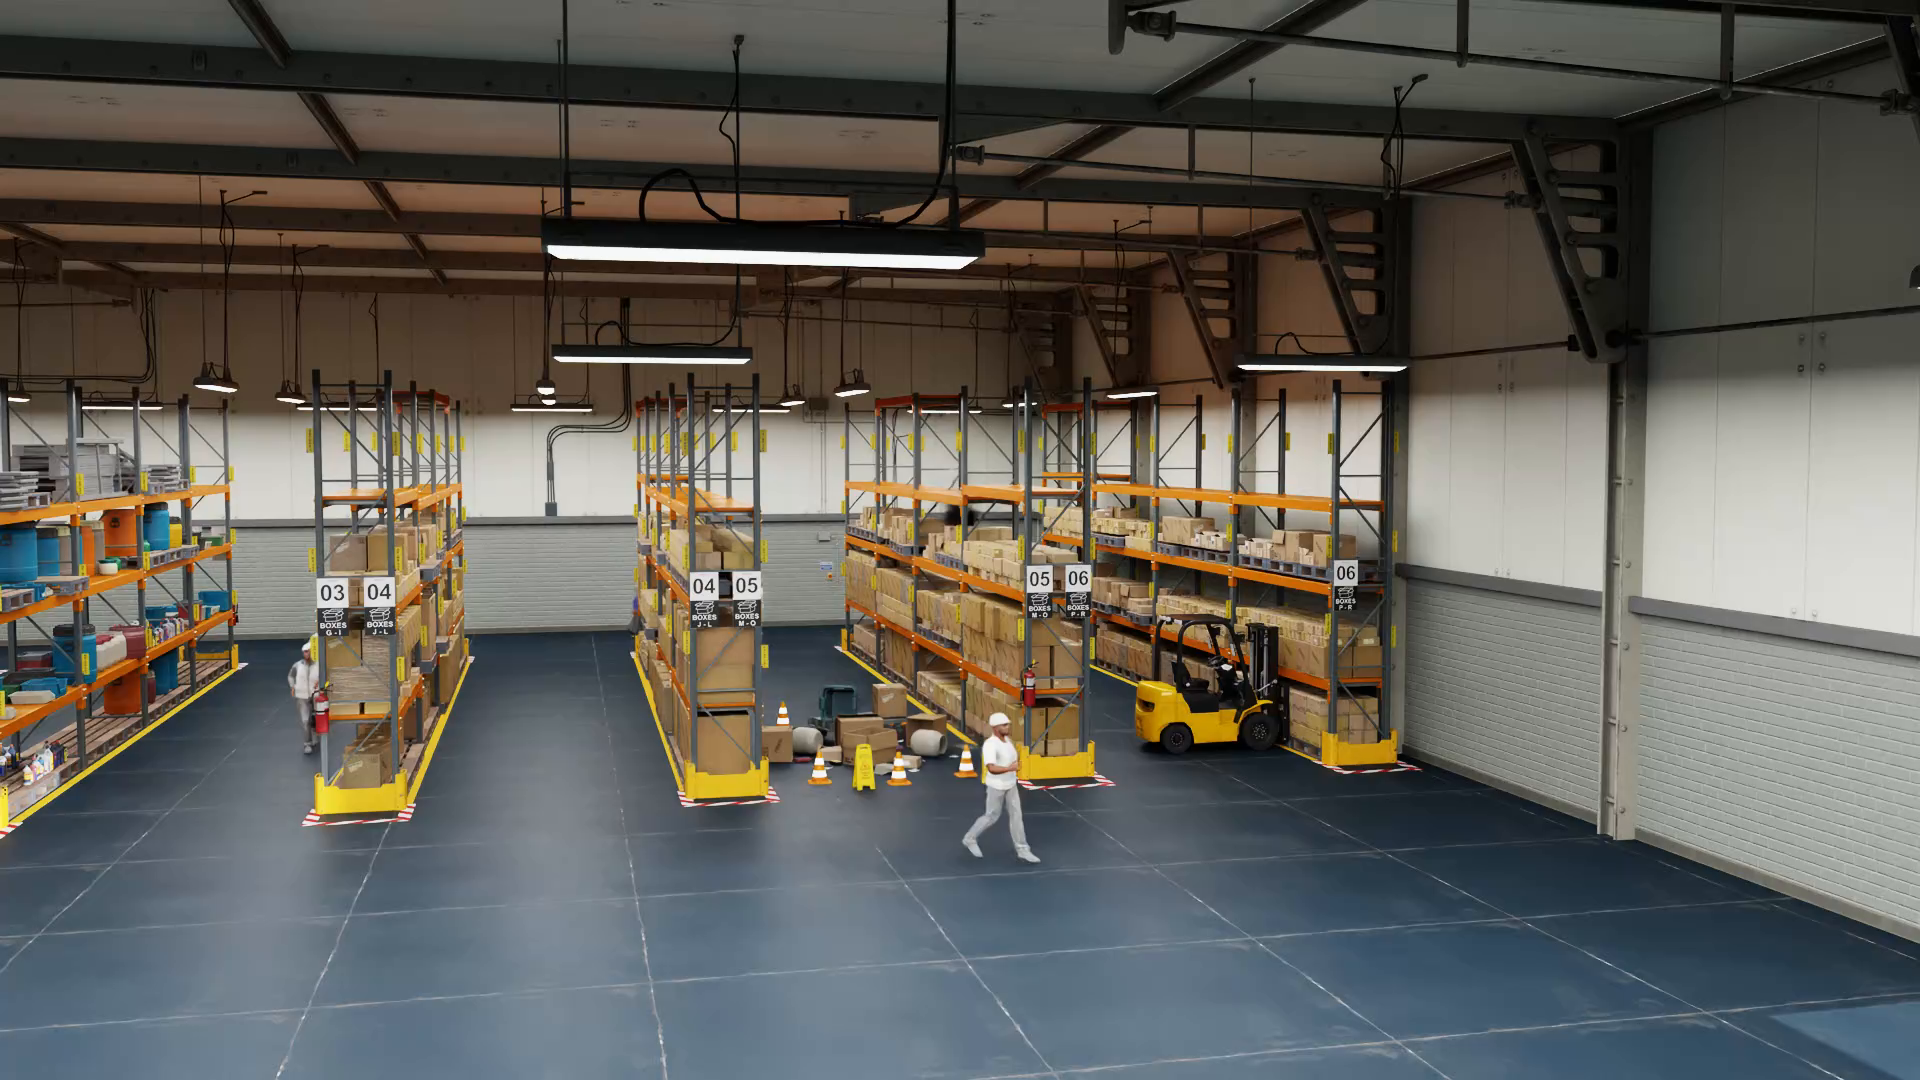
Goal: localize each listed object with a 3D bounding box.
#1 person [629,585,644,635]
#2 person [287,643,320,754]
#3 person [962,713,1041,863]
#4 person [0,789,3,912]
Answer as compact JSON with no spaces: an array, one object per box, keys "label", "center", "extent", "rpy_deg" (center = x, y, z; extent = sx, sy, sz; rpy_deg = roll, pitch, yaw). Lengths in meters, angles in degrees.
[{"label":"person","center":[-7.763,1.871,40.371],"extent":[0.543,1.614,0.603],"rpy_deg":[-2,4,-36]},{"label":"person","center":[-10.593,2.554,27.088],"extent":[0.676,1.761,0.802],"rpy_deg":[-1,4,-21]},{"label":"person","center":[0.495,2.934,19.816],"extent":[0.983,1.760,0.694],"rpy_deg":[2,4,29]},{"label":"person","center":[-10.727,3.067,17.915],"extent":[0.997,1.821,0.684],"rpy_deg":[1,3,13]}]
